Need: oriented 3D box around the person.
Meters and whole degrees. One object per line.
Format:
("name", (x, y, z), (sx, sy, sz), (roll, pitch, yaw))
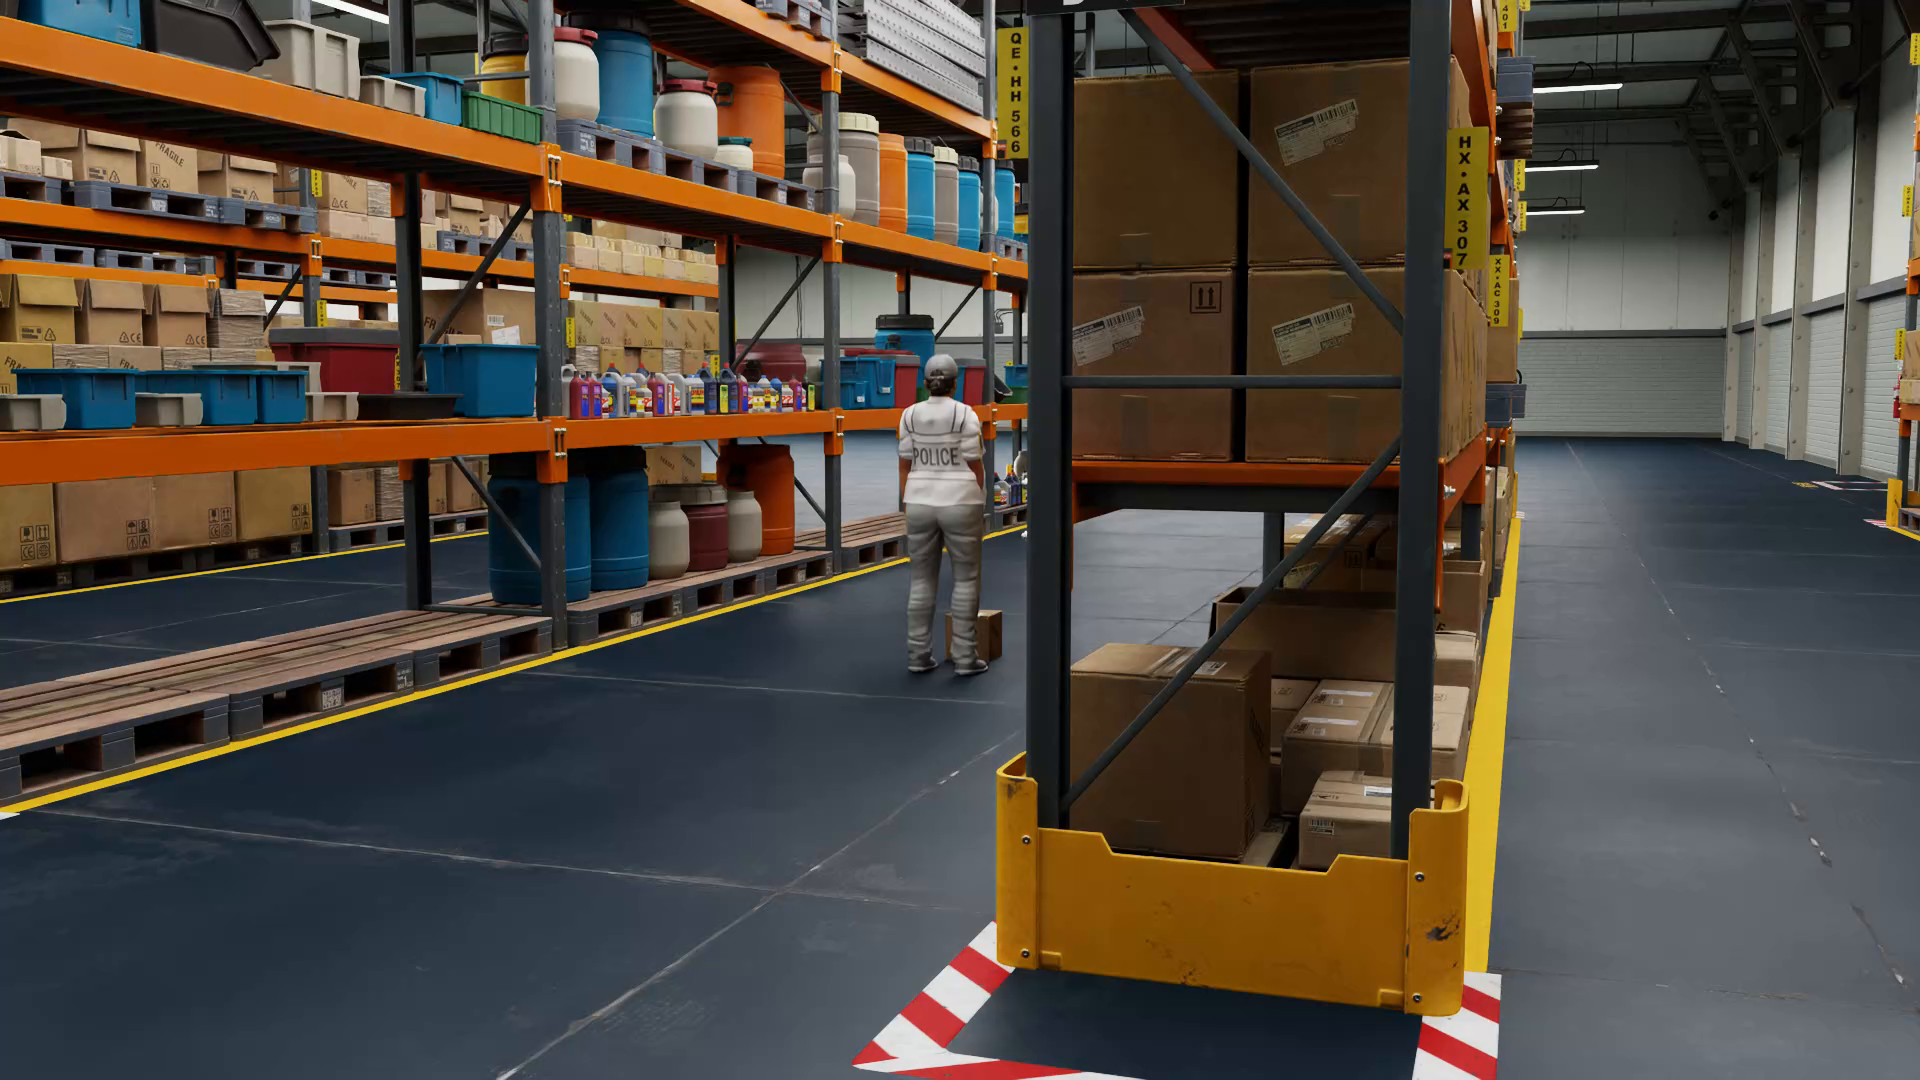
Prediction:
("person", (-0.089, -0.134, 8.693), (0.467, 1.664, 0.388), (2, 6, 20))
